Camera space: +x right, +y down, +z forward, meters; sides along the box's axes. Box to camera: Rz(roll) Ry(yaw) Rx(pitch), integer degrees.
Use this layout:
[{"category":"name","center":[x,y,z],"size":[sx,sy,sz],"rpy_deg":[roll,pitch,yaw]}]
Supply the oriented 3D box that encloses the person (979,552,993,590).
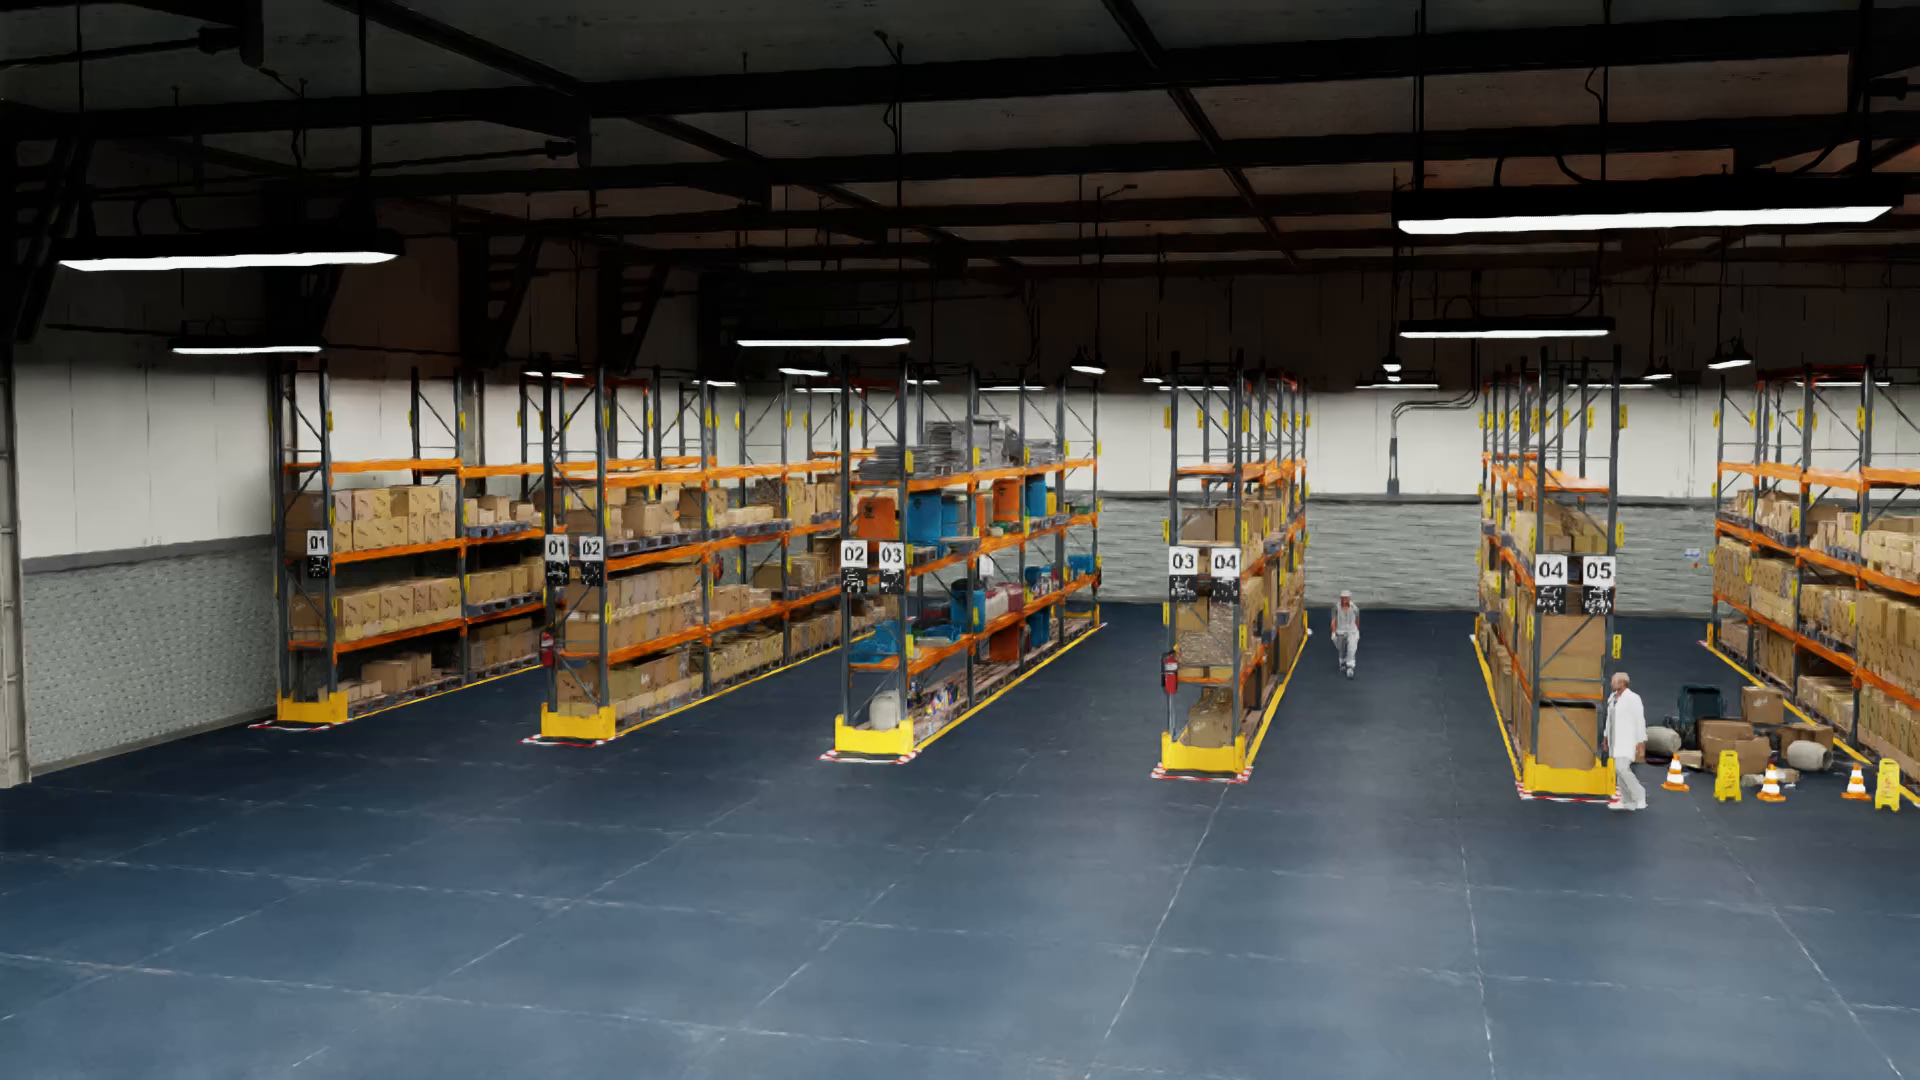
[{"category":"person","center":[0.574,0.913,44.576],"size":[0.691,1.761,0.515],"rpy_deg":[-2,5,-26]}]

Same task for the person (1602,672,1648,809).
[{"category":"person","center":[8.526,2.577,21.313],"size":[0.503,1.772,0.711],"rpy_deg":[-1,4,-12]}]

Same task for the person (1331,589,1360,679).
[{"category":"person","center":[7.492,1.808,32.341],"size":[0.553,1.709,1.123],"rpy_deg":[1,4,17]}]
